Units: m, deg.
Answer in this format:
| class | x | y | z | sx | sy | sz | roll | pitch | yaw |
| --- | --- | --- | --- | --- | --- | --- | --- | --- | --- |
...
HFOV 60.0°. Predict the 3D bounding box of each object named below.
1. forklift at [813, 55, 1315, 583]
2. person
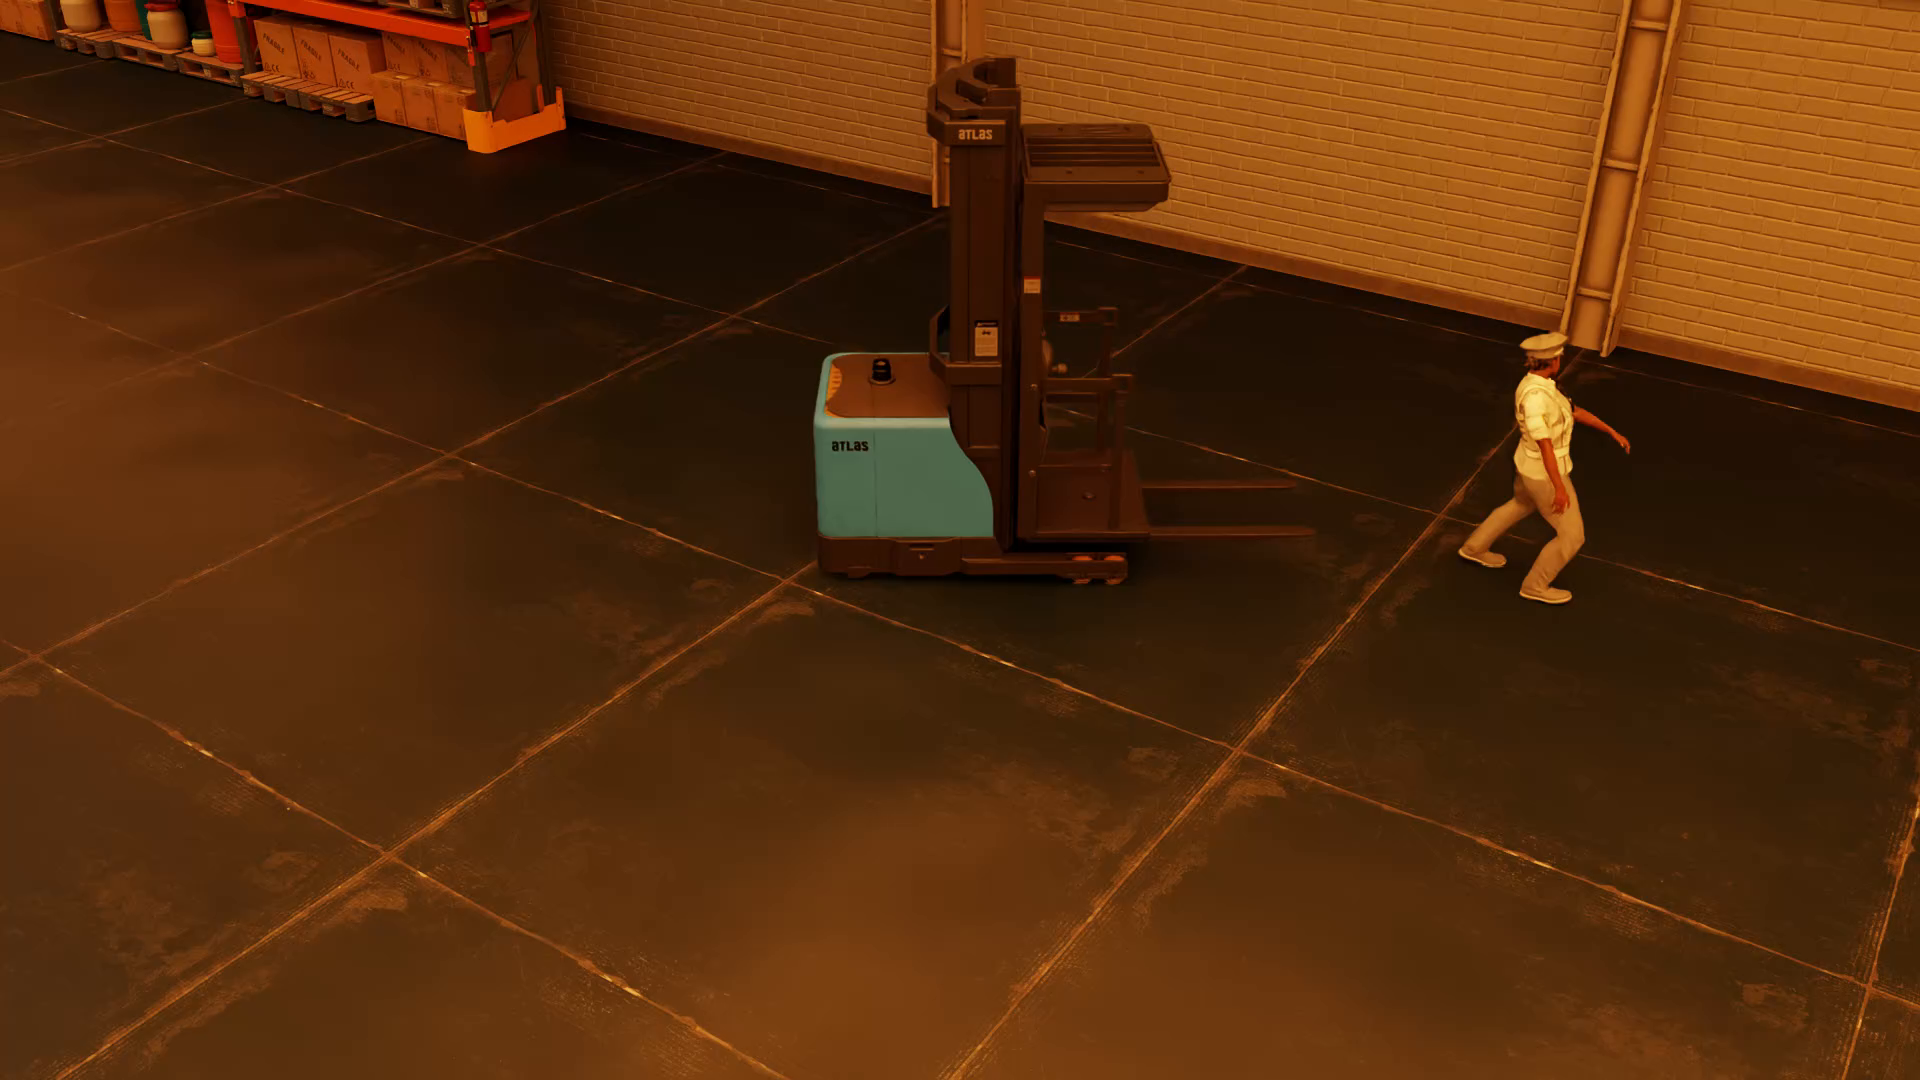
| class | x | y | z | sx | sy | sz | roll | pitch | yaw |
| --- | --- | --- | --- | --- | --- | --- | --- | --- | --- |
| forklift | 0.647 | -1.275 | 9.777 | 3.031 | 2.935 | 1.130 | 0 | 30 | 0 |
| person | 3.434 | -0.386 | 9.627 | 0.777 | 1.561 | 0.713 | 3 | 30 | 5 |
